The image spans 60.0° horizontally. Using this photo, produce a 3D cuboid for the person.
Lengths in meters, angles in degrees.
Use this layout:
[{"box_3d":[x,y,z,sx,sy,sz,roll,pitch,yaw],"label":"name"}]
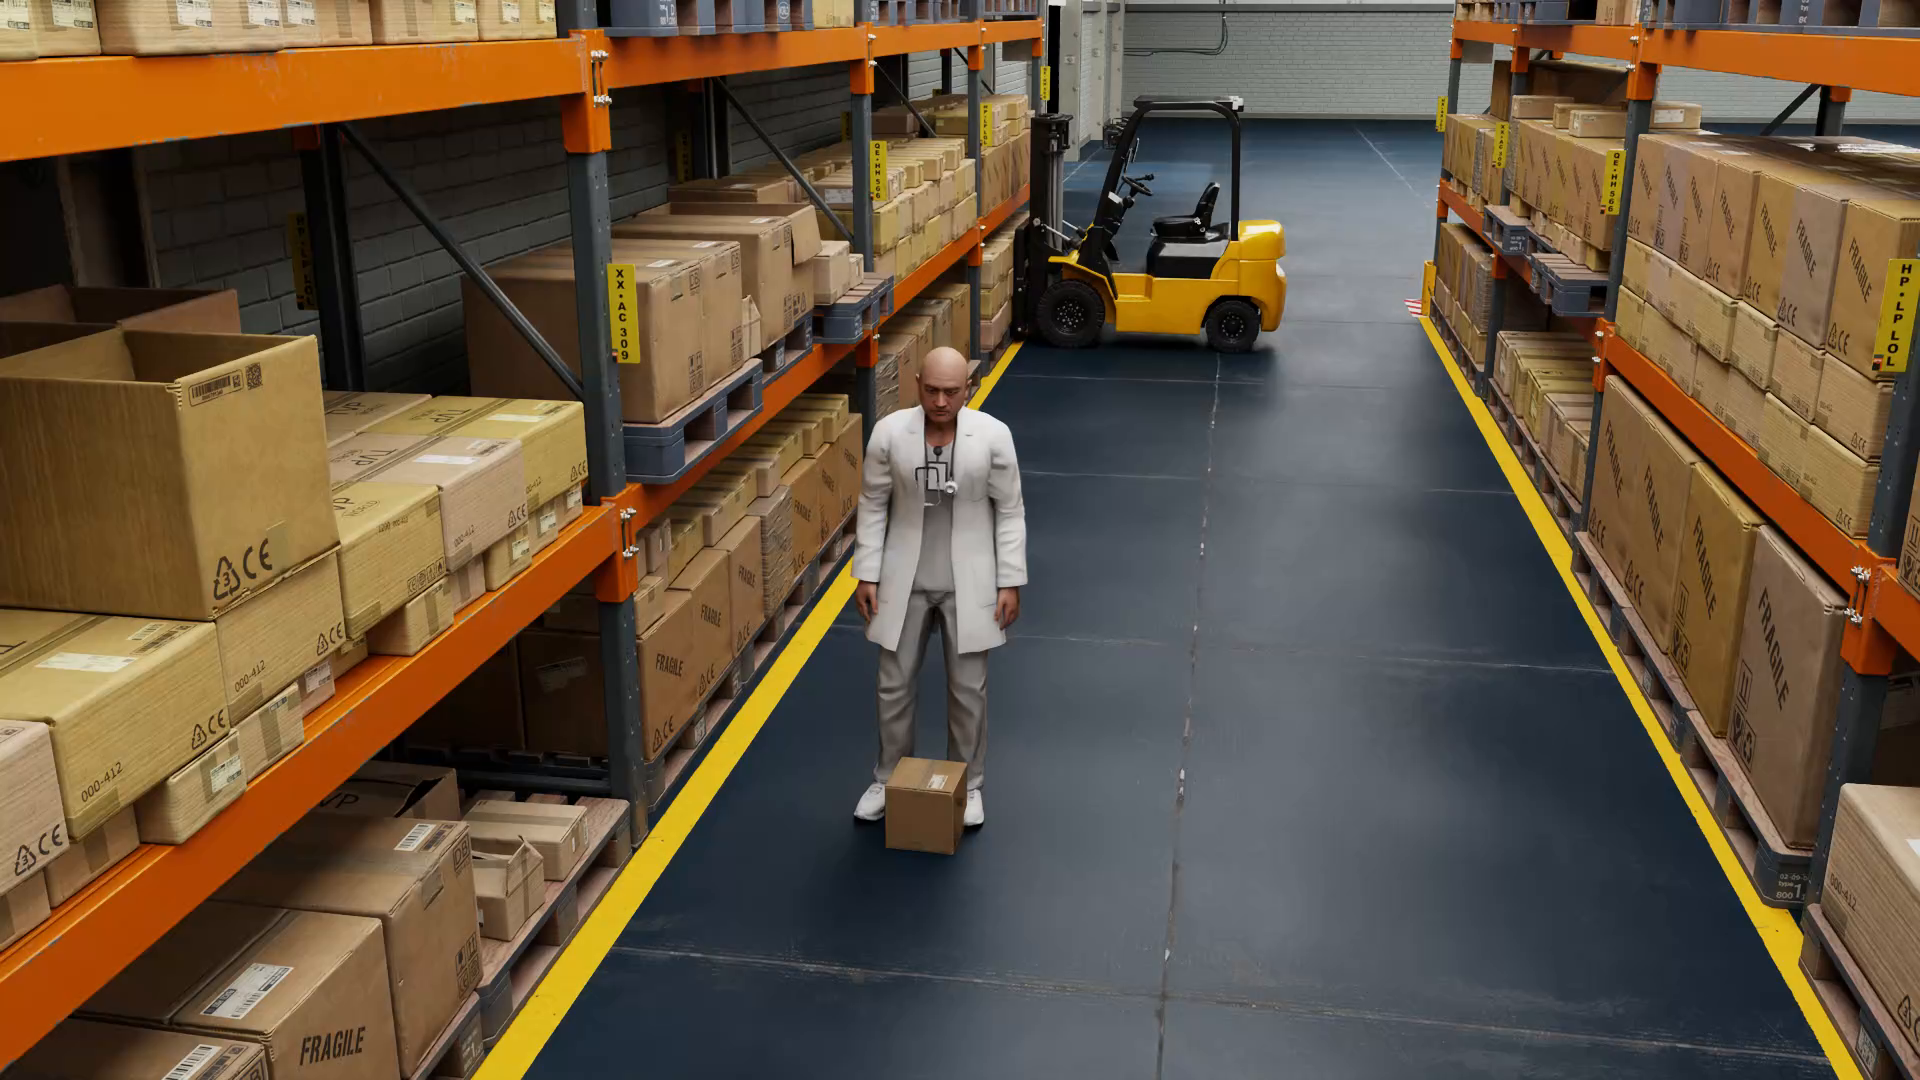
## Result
[{"box_3d":[-0.080,0.165,6.059,0.643,1.772,0.429,2,18,5],"label":"person"}]
